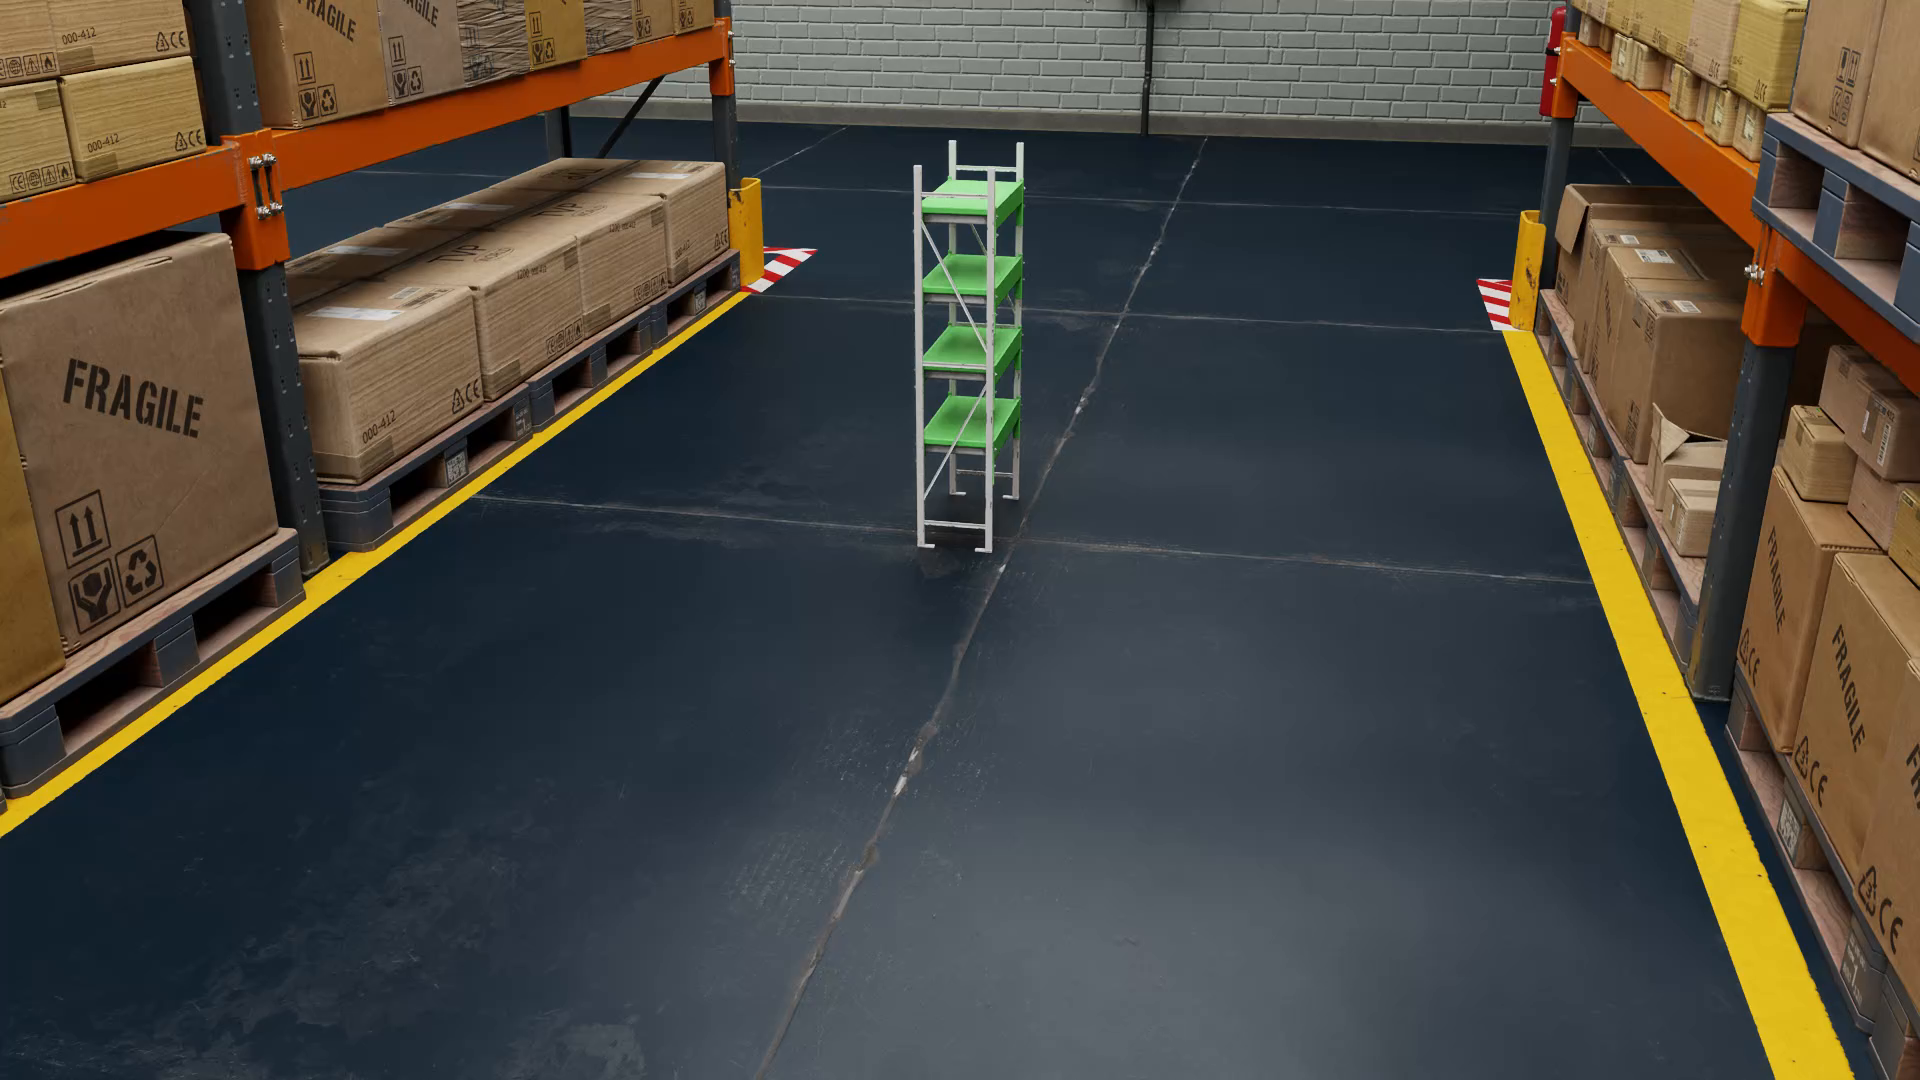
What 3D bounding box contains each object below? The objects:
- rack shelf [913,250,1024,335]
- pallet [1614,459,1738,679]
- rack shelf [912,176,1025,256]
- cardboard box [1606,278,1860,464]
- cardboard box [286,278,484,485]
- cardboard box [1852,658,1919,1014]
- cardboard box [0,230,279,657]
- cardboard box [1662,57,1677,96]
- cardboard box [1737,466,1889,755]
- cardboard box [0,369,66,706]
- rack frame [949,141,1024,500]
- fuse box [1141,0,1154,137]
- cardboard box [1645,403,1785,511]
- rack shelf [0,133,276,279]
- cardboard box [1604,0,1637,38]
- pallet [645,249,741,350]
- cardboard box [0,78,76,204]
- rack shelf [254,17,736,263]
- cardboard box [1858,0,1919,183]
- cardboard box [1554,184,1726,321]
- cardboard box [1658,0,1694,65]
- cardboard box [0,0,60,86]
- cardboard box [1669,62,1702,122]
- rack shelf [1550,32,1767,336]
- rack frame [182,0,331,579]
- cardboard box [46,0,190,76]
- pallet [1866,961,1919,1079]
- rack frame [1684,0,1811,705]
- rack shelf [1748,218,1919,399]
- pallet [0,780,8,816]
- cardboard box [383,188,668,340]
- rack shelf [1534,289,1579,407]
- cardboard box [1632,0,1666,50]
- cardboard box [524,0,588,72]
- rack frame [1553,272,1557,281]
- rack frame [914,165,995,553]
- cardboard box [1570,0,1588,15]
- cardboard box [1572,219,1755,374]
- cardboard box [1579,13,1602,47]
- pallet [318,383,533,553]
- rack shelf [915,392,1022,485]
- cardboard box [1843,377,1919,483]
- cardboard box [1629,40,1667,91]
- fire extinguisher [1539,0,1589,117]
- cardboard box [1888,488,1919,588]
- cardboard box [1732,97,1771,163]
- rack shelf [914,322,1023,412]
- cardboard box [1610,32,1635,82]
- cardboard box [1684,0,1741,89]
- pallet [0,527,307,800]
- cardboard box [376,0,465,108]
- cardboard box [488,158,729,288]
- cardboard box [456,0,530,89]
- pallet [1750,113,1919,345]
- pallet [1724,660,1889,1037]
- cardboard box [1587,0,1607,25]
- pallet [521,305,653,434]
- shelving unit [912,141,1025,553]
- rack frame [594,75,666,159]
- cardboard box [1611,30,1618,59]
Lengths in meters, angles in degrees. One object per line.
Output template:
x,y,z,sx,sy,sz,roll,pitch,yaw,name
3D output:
0.034,-0.780,5.214,0.258,0.148,0.480,4,22,11,rack shelf
2.543,0.086,4.857,1.003,0.211,1.213,4,22,11,pallet
0.034,-1.003,5.124,0.258,0.148,0.480,4,22,11,rack shelf
2.577,-0.549,5.485,0.700,0.500,0.500,4,22,9,cardboard box
-2.224,-0.561,5.599,0.875,0.438,0.875,4,22,10,cardboard box
1.878,0.546,2.767,0.500,0.500,0.500,4,22,9,cardboard box
-2.506,-0.310,4.389,0.875,0.875,0.875,5,23,13,cardboard box
2.552,-1.539,5.495,0.380,0.149,0.250,4,22,11,cardboard box
2.083,0.168,3.705,0.500,0.500,0.500,5,23,13,cardboard box
-2.683,0.021,3.567,0.875,0.875,0.875,5,22,12,cardboard box
0.084,-0.706,5.501,0.240,1.200,0.015,4,22,11,rack frame
1.513,-4.049,13.117,0.539,1.711,0.414,4,22,11,fuse box
2.301,-0.240,5.031,0.396,0.266,0.258,5,23,13,cardboard box
-2.866,-0.268,2.967,1.077,0.370,4.000,4,22,11,rack shelf
2.659,-1.972,6.038,0.500,0.250,0.500,4,22,10,cardboard box
-1.728,-1.204,8.061,1.003,0.211,1.213,4,22,11,pallet
-2.407,-0.894,3.760,0.500,0.250,0.500,4,22,10,cardboard box
-2.050,-1.731,6.599,1.077,0.370,4.000,4,22,11,rack shelf
1.979,-0.848,2.748,0.700,0.500,0.500,5,22,12,cardboard box
3.001,-1.239,7.195,0.797,0.503,0.637,4,22,9,cardboard box
2.470,-1.595,5.102,0.500,0.250,0.500,4,22,11,cardboard box
-2.404,-1.132,3.682,0.500,0.250,0.500,5,22,12,cardboard box
2.386,-1.359,5.048,0.380,0.149,0.250,4,22,10,cardboard box
2.810,-1.354,5.663,1.077,0.370,4.000,4,22,11,rack shelf
-2.458,-1.333,4.649,1.000,3.000,0.127,4,22,11,rack frame
-2.310,-1.316,4.137,0.500,0.250,0.500,4,22,11,cardboard box
2.027,1.085,2.377,1.003,0.211,1.213,4,22,11,pallet
2.402,-0.956,3.713,1.000,3.000,0.127,4,22,11,rack frame
1.994,0.109,2.031,1.077,0.370,4.000,4,22,11,rack shelf
-2.788,0.696,3.344,1.003,0.211,1.213,4,22,11,pallet
-1.857,-1.218,7.230,0.875,0.438,0.875,5,22,12,cardboard box
-12.557,-1.232,4.665,30.696,2.800,11.642,4,22,11,rack shelf
2.576,-1.783,5.569,0.500,0.250,0.500,4,22,10,cardboard box
-1.786,-2.085,6.381,0.500,0.500,0.500,5,22,13,cardboard box
3.215,-2.419,7.346,0.949,2.616,0.053,4,22,11,rack frame
-0.016,-0.528,5.058,0.240,1.200,0.015,4,22,11,rack frame
2.862,-2.342,6.956,0.500,0.250,0.500,5,22,11,cardboard box
2.788,-0.928,6.427,0.700,0.500,0.500,5,23,13,cardboard box
2.883,-2.203,7.145,0.380,0.149,0.250,4,22,11,cardboard box
-2.226,-0.312,5.846,1.003,0.211,1.213,4,22,11,pallet
0.034,-0.335,5.393,0.258,0.148,0.480,4,22,11,rack shelf
2.063,-0.221,3.404,0.380,0.149,0.250,3,22,8,cardboard box
2.538,-1.638,5.742,0.380,0.149,0.250,5,22,12,cardboard box
2.796,-2.299,7.650,0.296,0.674,0.183,4,22,11,fire extinguisher
2.047,0.020,3.203,0.380,0.149,0.250,3,22,8,cardboard box
2.252,-1.072,4.338,0.380,0.149,0.250,5,22,12,cardboard box
0.034,-0.558,5.304,0.258,0.148,0.480,4,22,11,rack shelf
2.571,-1.736,5.985,0.380,0.149,0.250,4,22,9,cardboard box
2.355,-1.414,4.652,0.500,0.250,0.500,5,22,11,cardboard box
-2.541,0.248,4.455,1.003,0.211,1.213,4,22,11,pallet
-1.999,-1.715,5.463,0.500,0.500,0.500,5,22,11,cardboard box
-1.678,-1.553,8.063,0.875,0.438,0.875,4,22,9,cardboard box
-1.891,-1.896,5.913,0.500,0.500,0.500,5,22,11,cardboard box
2.132,-0.583,3.044,1.003,0.211,1.213,4,22,11,pallet
2.273,0.638,3.488,1.003,0.211,1.213,4,22,11,pallet
2.760,-2.158,6.499,0.500,0.250,0.500,5,22,11,cardboard box
-1.979,-0.759,6.957,1.003,0.211,1.213,4,22,11,pallet
0.034,-0.617,5.280,0.258,1.200,0.503,4,22,11,shelving unit
-1.638,-2.796,8.281,0.949,2.616,0.053,4,22,11,rack frame
2.745,-1.920,6.443,0.380,0.149,0.250,5,23,13,cardboard box
